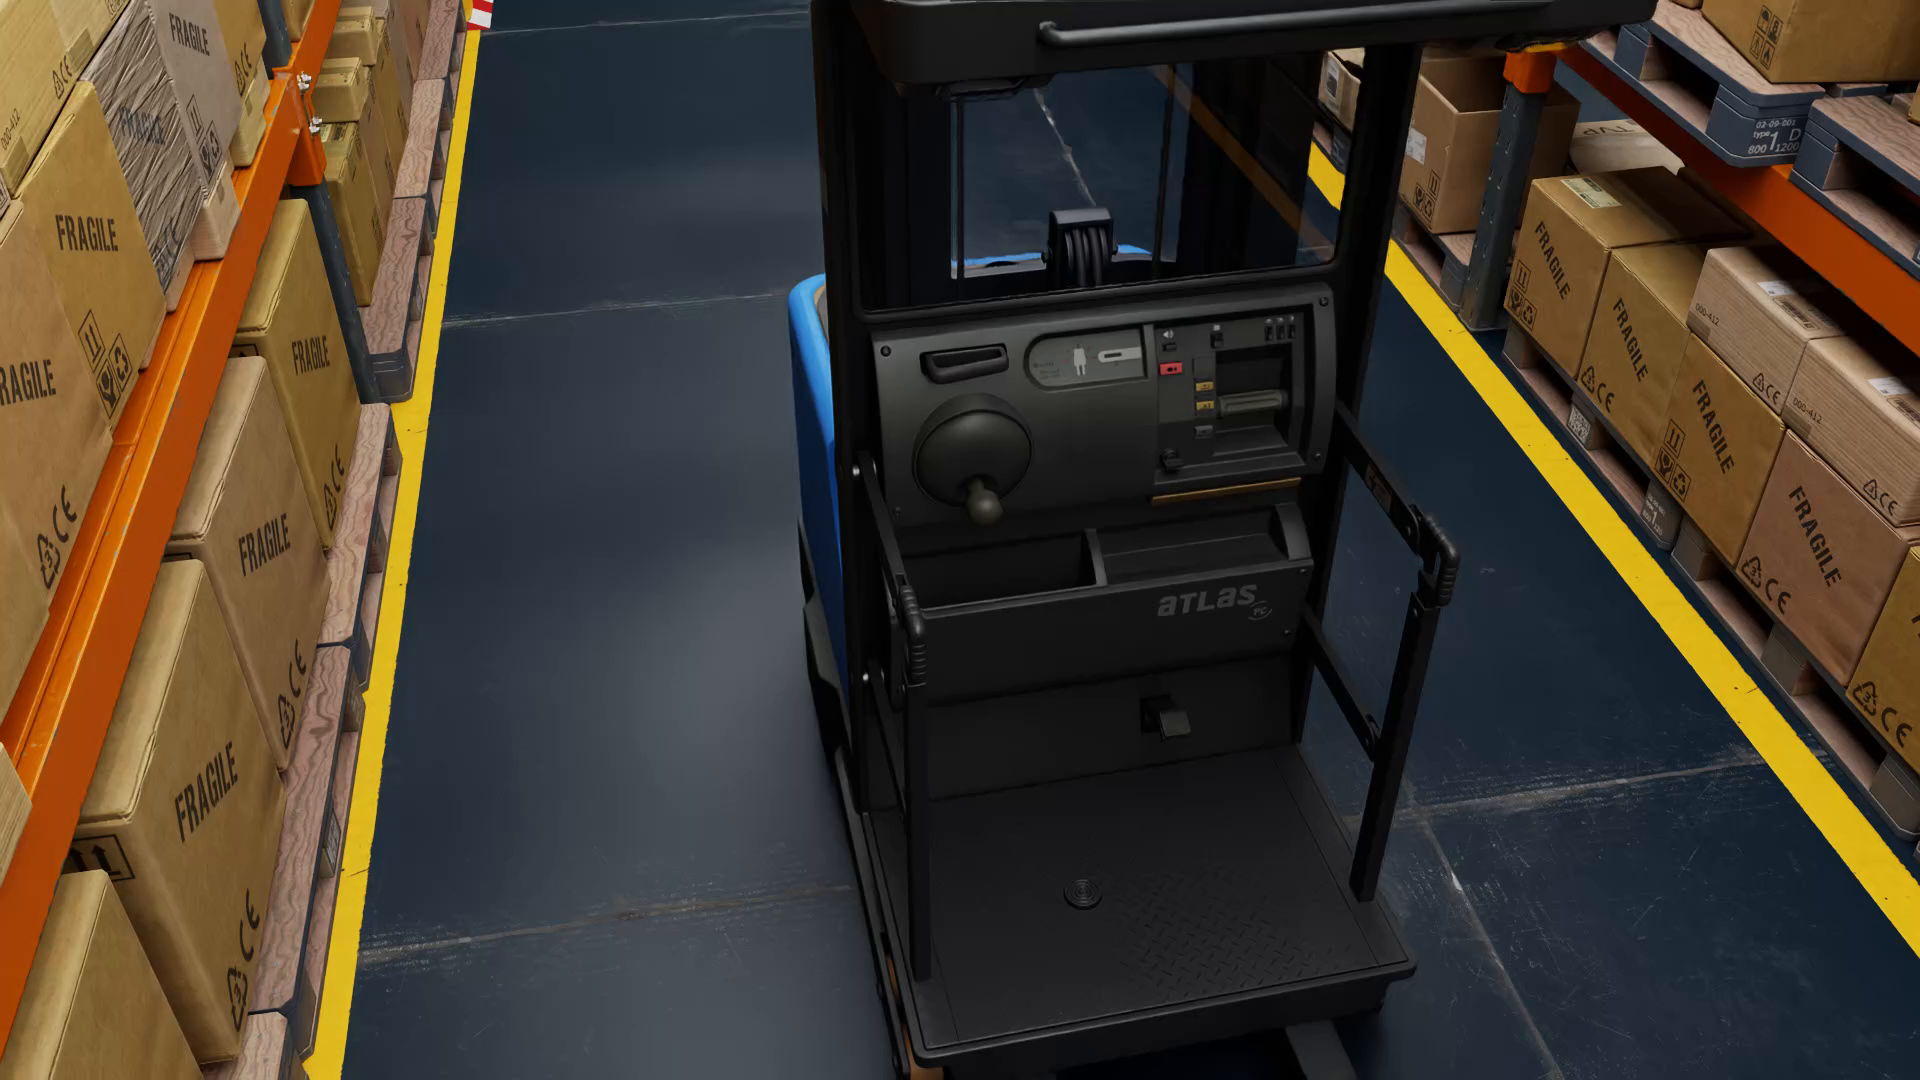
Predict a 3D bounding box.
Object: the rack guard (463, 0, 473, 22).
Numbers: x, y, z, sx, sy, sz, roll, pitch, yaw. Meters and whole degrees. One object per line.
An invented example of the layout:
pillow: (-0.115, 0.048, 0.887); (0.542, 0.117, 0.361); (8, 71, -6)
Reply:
rack guard: (-3.183, -2.957, 8.649); (1.175, 0.500, 0.348); (-6, 38, -8)

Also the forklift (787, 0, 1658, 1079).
forklift: (0.343, -0.191, 3.106); (1.130, 2.935, 3.031); (-8, 38, -10)

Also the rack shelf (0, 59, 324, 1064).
rack shelf: (-2.127, -0.022, 3.419); (1.077, 0.370, 4.000); (-6, 38, -8)

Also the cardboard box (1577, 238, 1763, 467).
cardboard box: (2.348, -0.596, 5.251); (0.500, 0.500, 0.500); (-6, 38, -7)

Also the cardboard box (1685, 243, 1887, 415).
cardboard box: (2.419, -0.609, 4.657); (0.500, 0.250, 0.500); (-6, 38, -8)

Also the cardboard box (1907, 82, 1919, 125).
cardboard box: (2.769, -1.194, 3.918); (0.700, 0.500, 0.500); (-16, 41, -19)

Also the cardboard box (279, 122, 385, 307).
cardboard box: (-2.508, -1.155, 5.987); (0.700, 0.500, 0.500); (-6, 38, -7)

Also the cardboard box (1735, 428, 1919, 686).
cardboard box: (2.516, 0.012, 4.468); (0.500, 0.500, 0.500); (-8, 38, -10)

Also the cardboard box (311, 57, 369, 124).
cardboard box: (-2.388, -1.638, 6.080); (0.380, 0.149, 0.250); (-5, 38, -6)

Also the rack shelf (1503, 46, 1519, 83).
rack shelf: (2.048, -2.973, 7.218); (1.077, 0.370, 4.000); (-6, 38, -8)

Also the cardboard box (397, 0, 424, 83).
cardboard box: (-2.870, -2.394, 7.582); (0.700, 0.500, 0.500); (-6, 38, -8)

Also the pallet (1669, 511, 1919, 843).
pallet: (2.796, 0.278, 4.720); (1.003, 0.211, 1.213); (-6, 38, -8)

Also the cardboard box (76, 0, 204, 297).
cardboard box: (-1.970, -0.816, 3.515); (0.500, 0.500, 0.500); (-6, 38, -8)

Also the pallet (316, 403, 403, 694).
pallet: (-2.268, 0.045, 5.020); (1.003, 0.211, 1.213); (-6, 38, -8)

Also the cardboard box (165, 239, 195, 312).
cardboard box: (-1.990, -0.630, 3.804); (0.380, 0.149, 0.250); (-6, 38, -8)

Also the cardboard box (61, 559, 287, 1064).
cardboard box: (-1.924, 0.597, 3.446); (0.750, 0.750, 0.750); (-6, 38, -8)

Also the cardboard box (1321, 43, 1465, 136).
cardboard box: (1.888, -1.927, 7.119); (0.500, 0.311, 0.500); (-6, 38, -8)

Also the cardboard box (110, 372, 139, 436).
cardboard box: (-1.925, -0.315, 3.399); (0.380, 0.149, 0.250); (-5, 38, -7)

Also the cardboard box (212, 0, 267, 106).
cardboard box: (-2.149, -1.427, 4.301); (0.500, 0.500, 0.500); (-7, 38, -9)

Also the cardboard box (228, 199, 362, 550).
cardboard box: (-2.236, -0.452, 4.797); (0.750, 0.750, 0.750); (-6, 38, -7)

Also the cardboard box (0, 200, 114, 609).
cardboard box: (-1.778, -0.201, 2.723); (0.500, 0.500, 0.500); (-6, 38, -8)

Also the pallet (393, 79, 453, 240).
pallet: (-2.751, -1.619, 7.162); (1.003, 0.211, 1.213); (-6, 38, -8)

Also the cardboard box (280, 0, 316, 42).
cardboard box: (-2.557, -1.962, 5.086); (0.980, 0.700, 0.700); (-6, 38, -7)

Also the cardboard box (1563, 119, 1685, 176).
cardboard box: (2.538, -1.438, 6.488); (0.500, 0.311, 0.500); (-6, 38, -8)

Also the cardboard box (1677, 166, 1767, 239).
cardboard box: (2.767, -0.968, 5.730); (0.500, 0.500, 0.500); (-6, 38, -8)

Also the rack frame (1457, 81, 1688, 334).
rack frame: (2.399, -2.049, 5.442); (1.000, 3.000, 0.127); (-6, 38, -8)

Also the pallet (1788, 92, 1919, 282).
pallet: (2.754, -0.731, 3.903); (1.003, 0.211, 1.213); (-6, 38, -8)

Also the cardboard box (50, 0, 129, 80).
cardboard box: (-1.974, -1.102, 3.272); (0.500, 0.250, 0.500); (-6, 38, -7)

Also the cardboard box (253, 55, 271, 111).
cardboard box: (-2.140, -1.249, 4.601); (0.380, 0.149, 0.250); (-6, 38, -8)

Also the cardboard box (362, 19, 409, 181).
cardboard box: (-2.681, -1.769, 6.778); (0.700, 0.500, 0.500); (-5, 38, -7)

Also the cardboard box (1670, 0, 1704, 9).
cardboard box: (2.261, -1.944, 4.883); (0.700, 0.500, 0.500); (-19, 42, -23)

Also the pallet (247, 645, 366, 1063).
pallet: (-2.051, 0.784, 4.069); (1.003, 0.211, 1.213); (-6, 38, -8)

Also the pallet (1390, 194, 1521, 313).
pallet: (2.279, -1.362, 6.832); (1.003, 0.211, 1.213); (-6, 38, -8)

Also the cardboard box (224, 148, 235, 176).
cardboard box: (-2.071, -0.938, 4.200); (0.380, 0.149, 0.250); (-5, 38, -7)
